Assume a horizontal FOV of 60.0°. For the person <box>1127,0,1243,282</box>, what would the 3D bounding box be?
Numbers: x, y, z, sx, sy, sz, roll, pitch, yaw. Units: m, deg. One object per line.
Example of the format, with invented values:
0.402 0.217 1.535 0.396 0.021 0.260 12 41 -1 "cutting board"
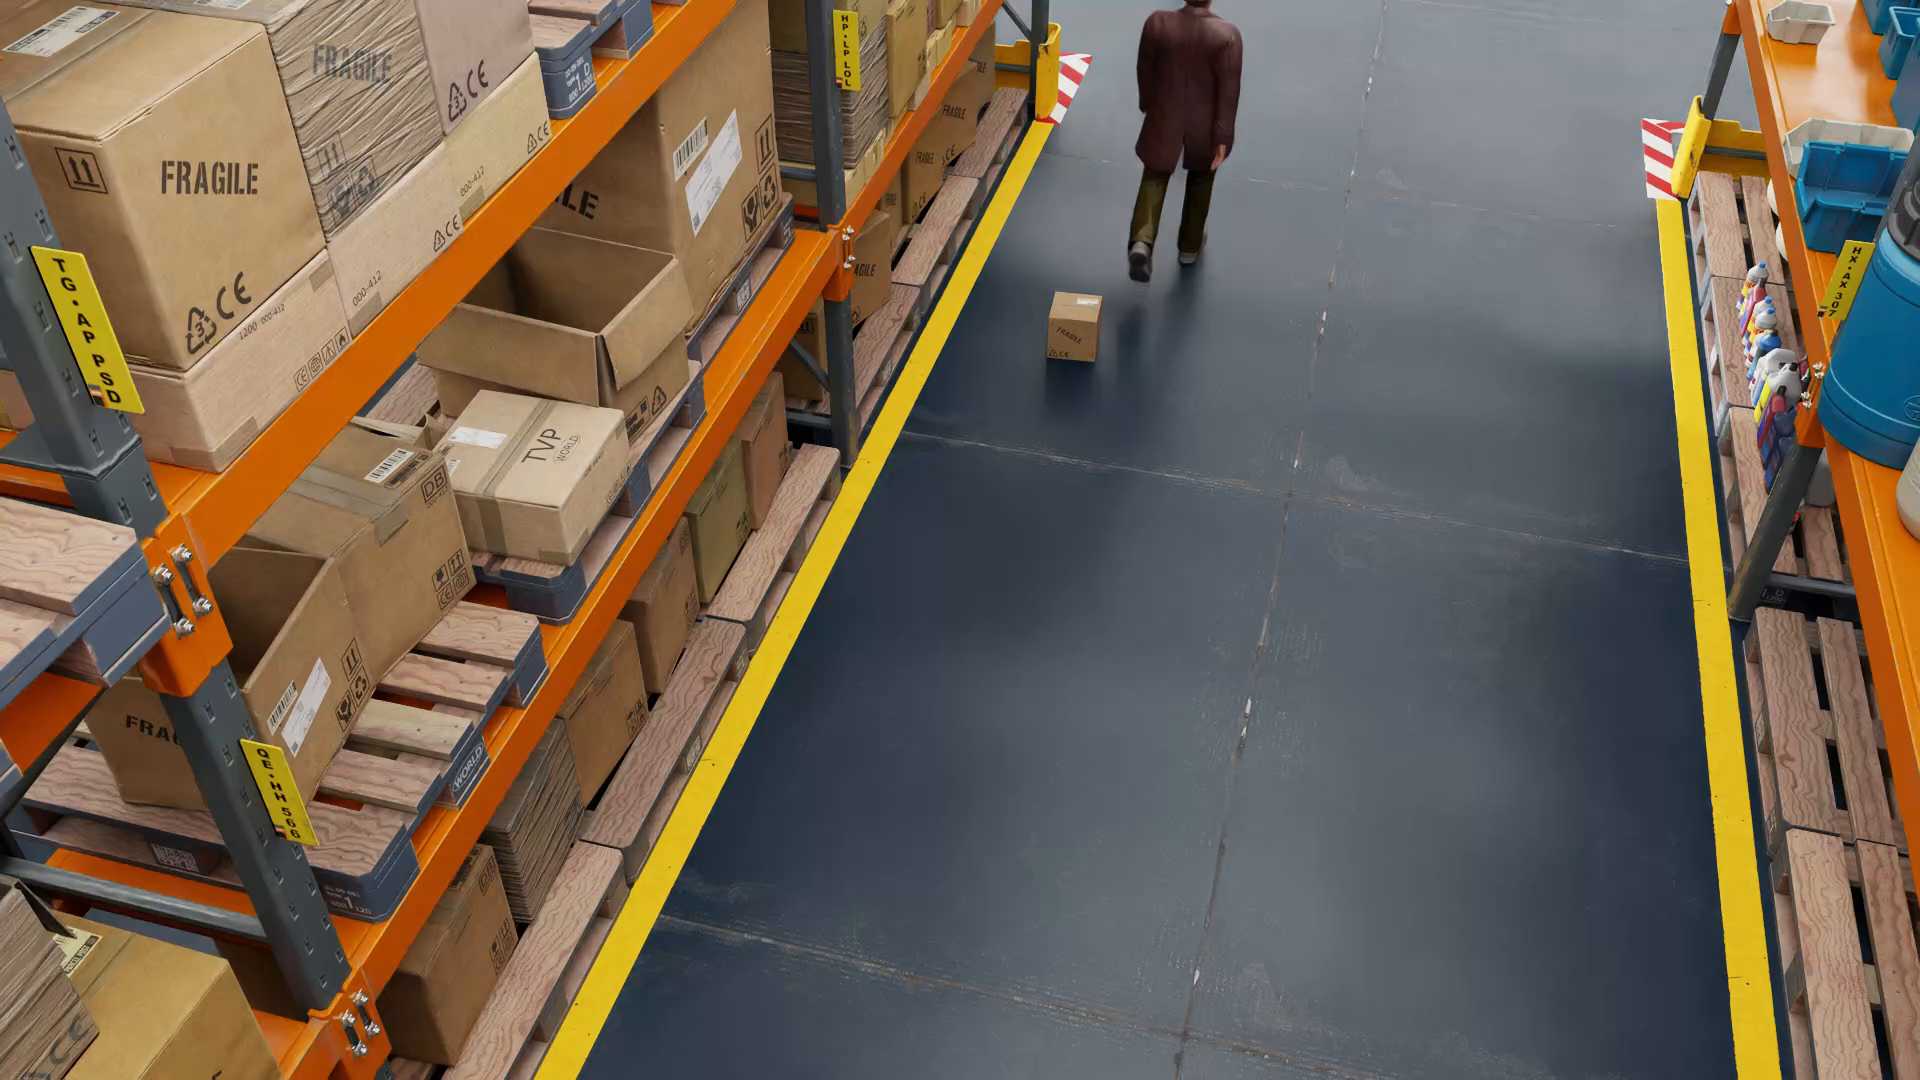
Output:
1.171 -2.174 8.705 0.562 1.748 0.888 11 42 13 "person"
